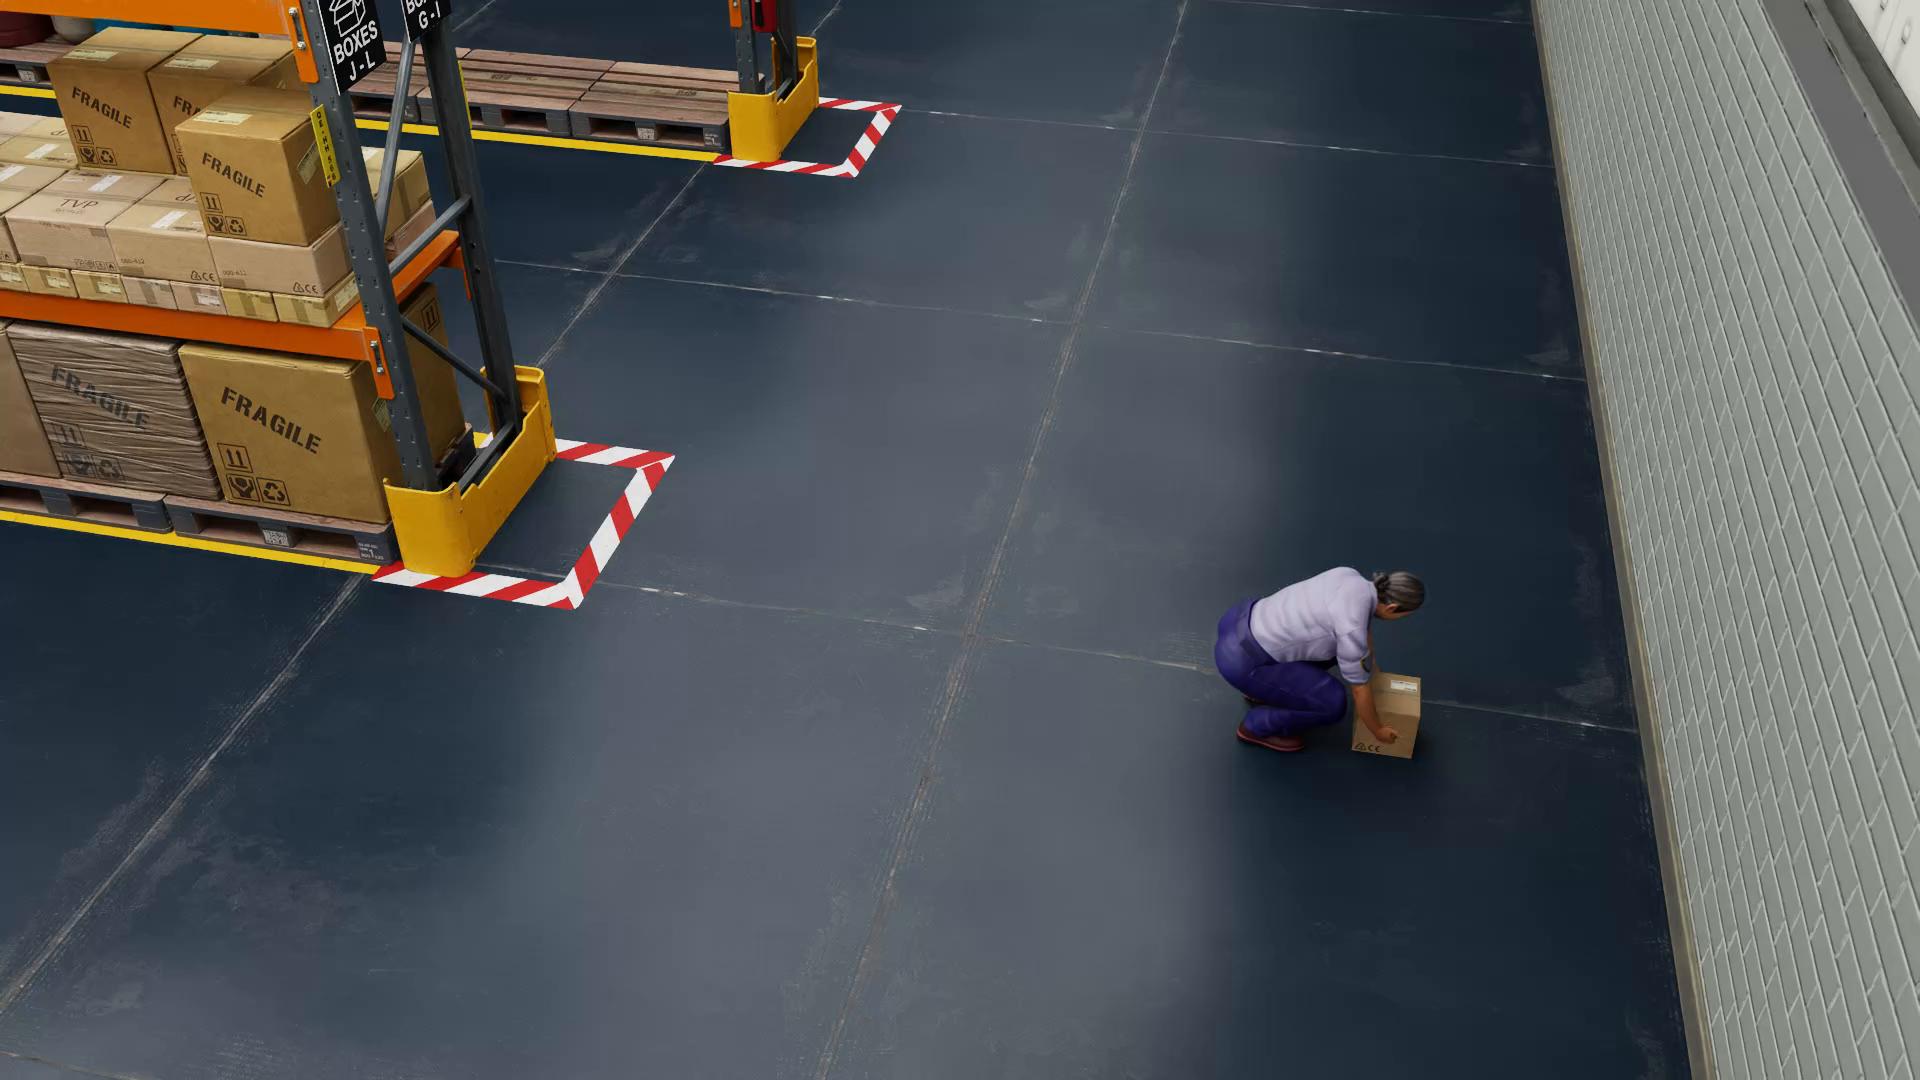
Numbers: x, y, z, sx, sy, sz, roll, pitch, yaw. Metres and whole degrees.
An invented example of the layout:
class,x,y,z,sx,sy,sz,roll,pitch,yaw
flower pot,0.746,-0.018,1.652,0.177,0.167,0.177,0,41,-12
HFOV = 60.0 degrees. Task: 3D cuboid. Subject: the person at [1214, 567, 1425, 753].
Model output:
class,x,y,z,sx,sy,sz,roll,pitch,yaw
person,1.535,0.473,7.024,0.746,0.843,0.521,8,37,10
